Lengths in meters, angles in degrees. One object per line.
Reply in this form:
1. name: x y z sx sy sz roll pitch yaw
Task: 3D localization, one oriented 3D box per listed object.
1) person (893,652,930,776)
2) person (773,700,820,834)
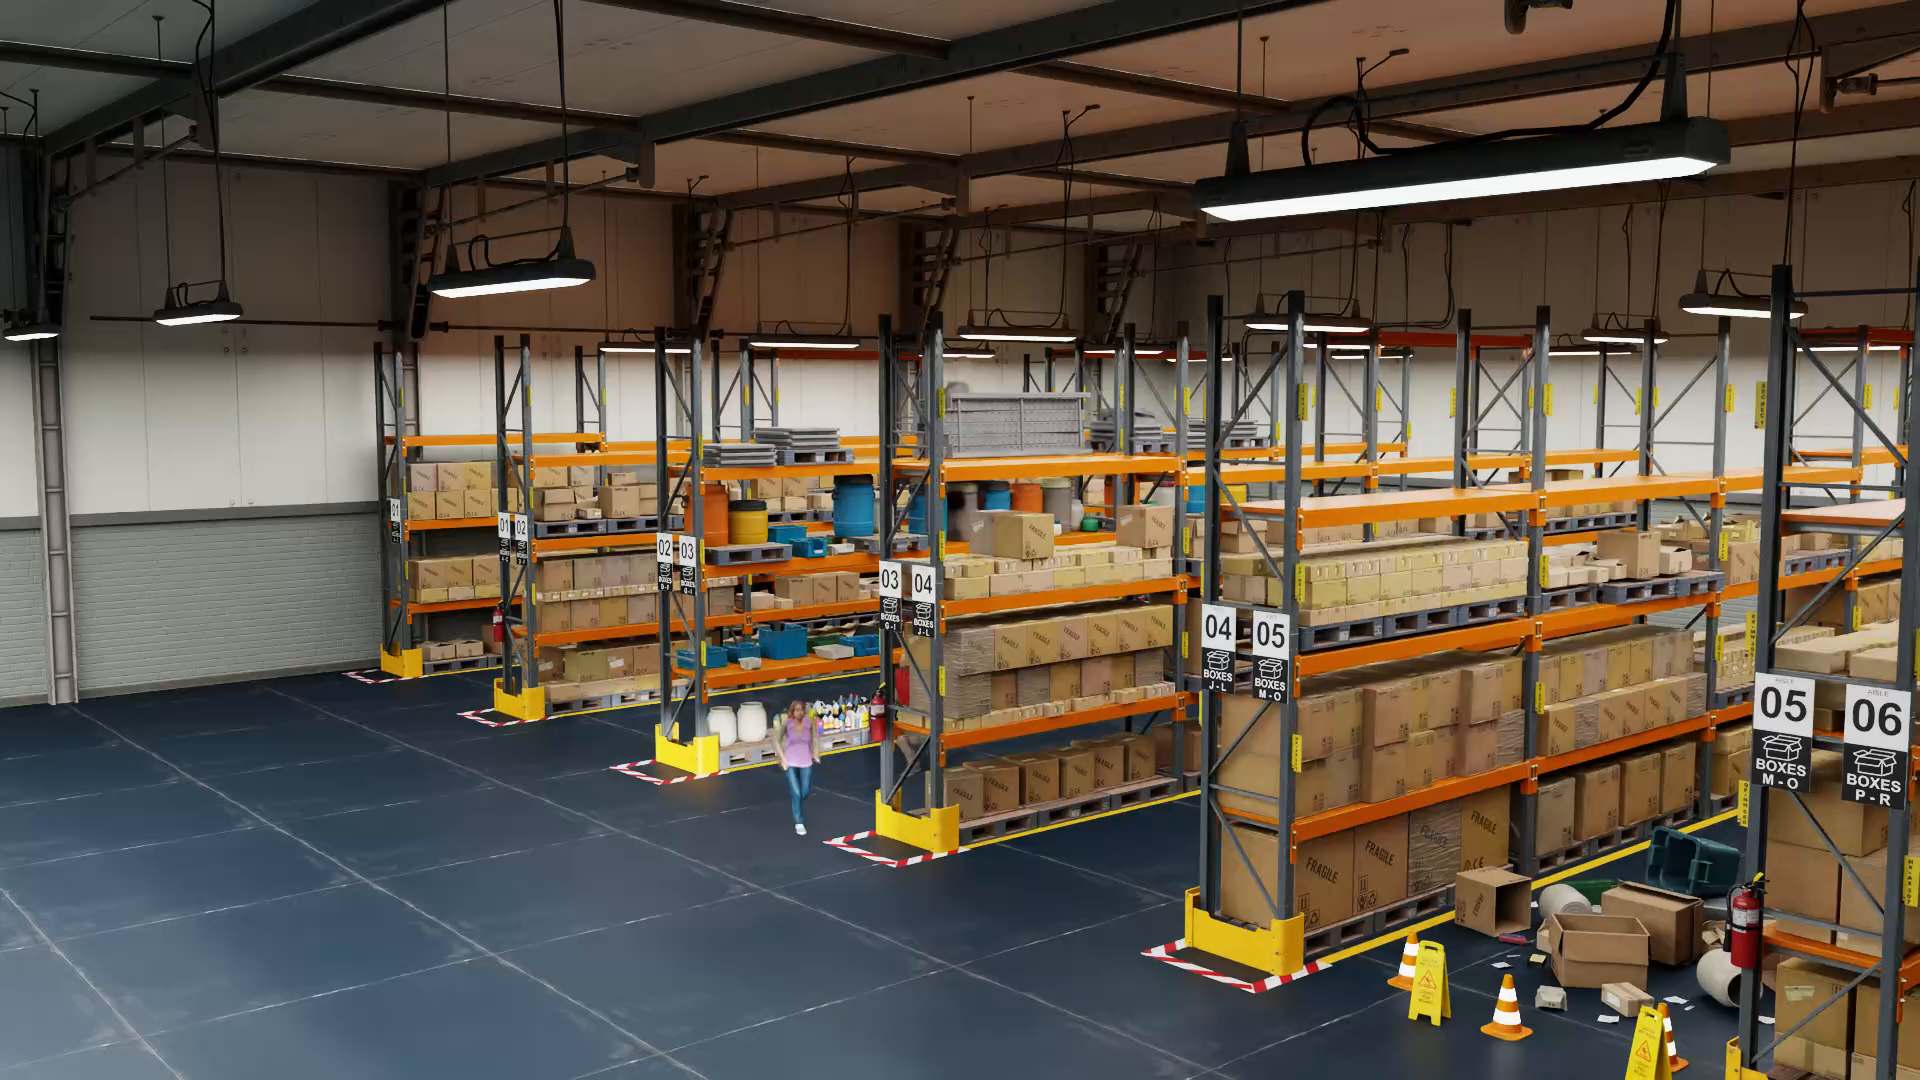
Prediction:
1. person: -0.616 2.319 22.354 0.698 1.690 0.693 3 6 34
2. person: -1.929 2.626 19.525 0.526 1.562 0.679 -2 5 -18
